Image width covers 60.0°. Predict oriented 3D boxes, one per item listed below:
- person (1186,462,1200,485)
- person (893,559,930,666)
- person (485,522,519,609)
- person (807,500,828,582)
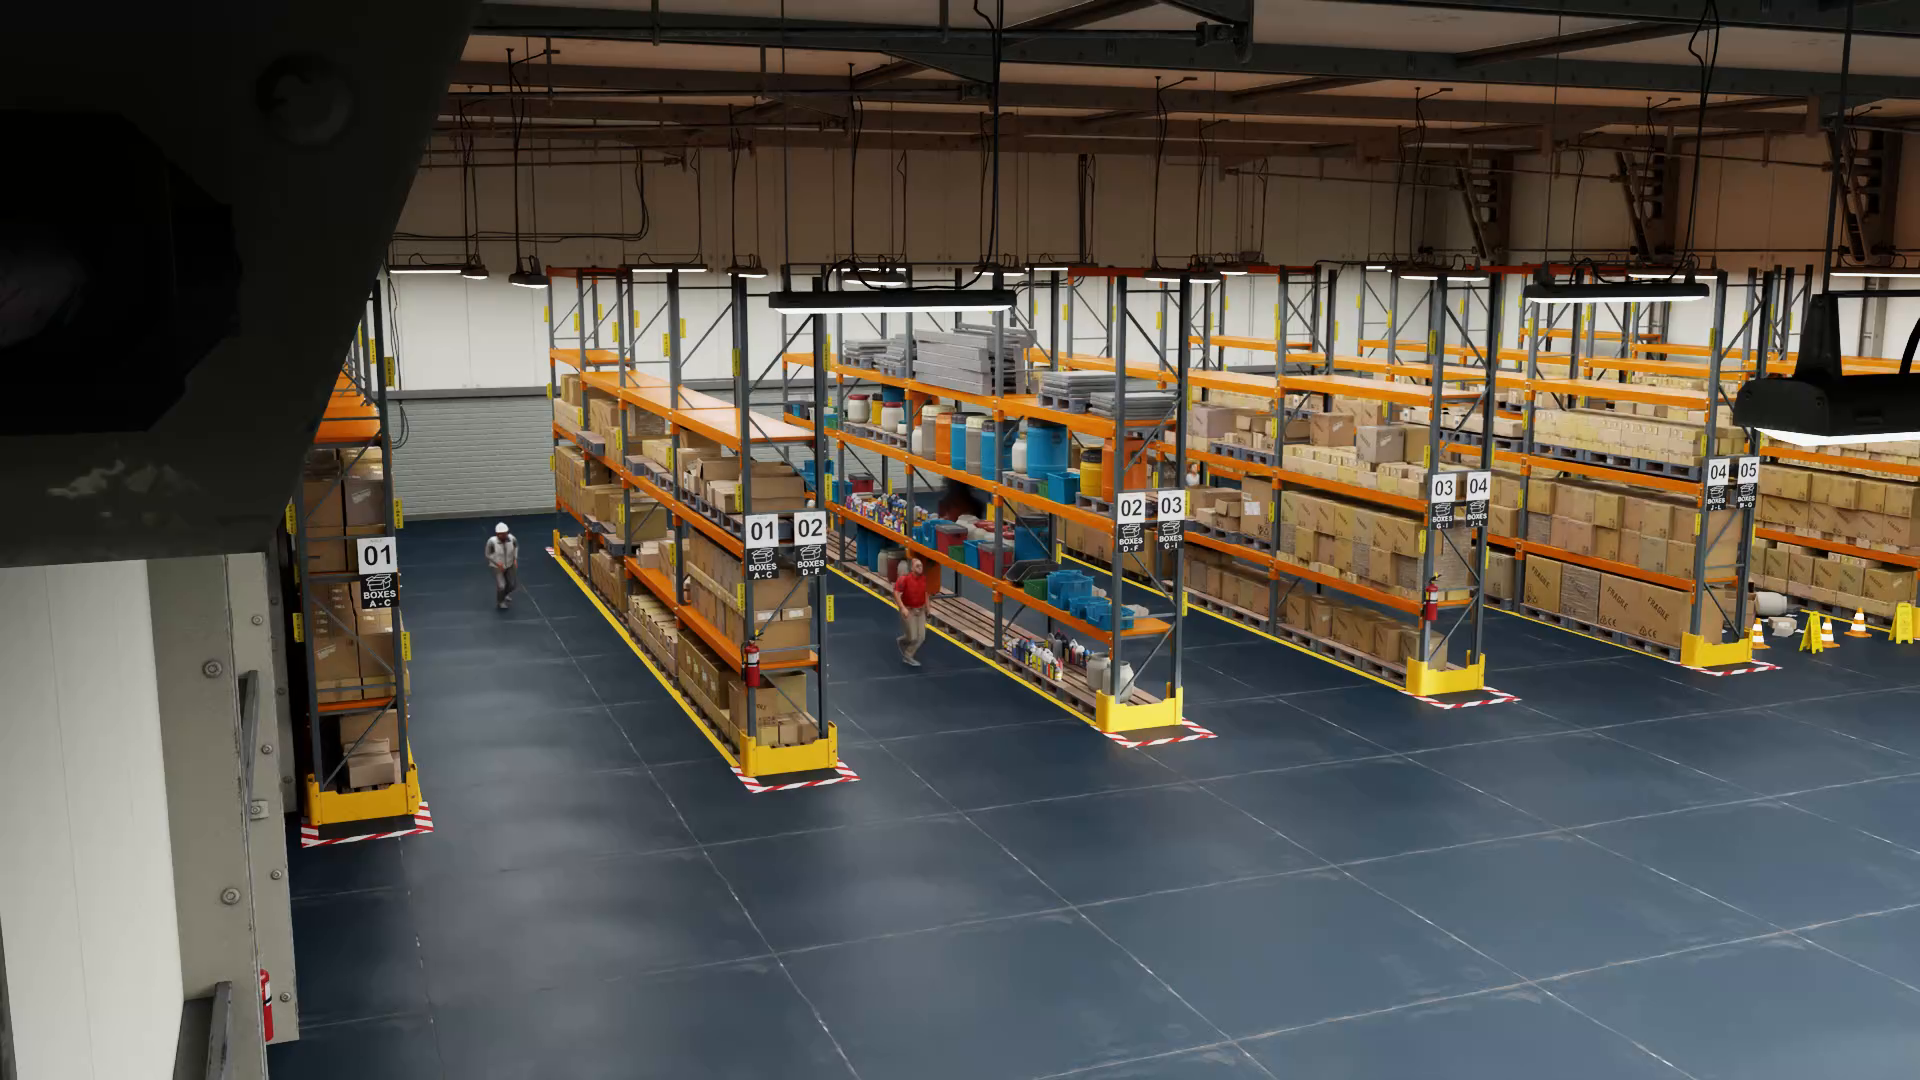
[{"bbox_3d":[5.218,-0.931,37.176,0.536,1.627,0.621,-3,10,-18],"label":"person"},{"bbox_3d":[-0.768,1.091,25.532,0.659,1.670,0.572,-7,12,-35],"label":"person"},{"bbox_3d":[-8.120,0.441,29.462,0.628,1.611,0.912,-8,13,-38],"label":"person"},{"bbox_3d":[-2.706,0.005,30.383,0.596,1.510,0.688,-3,10,-14],"label":"person"}]
